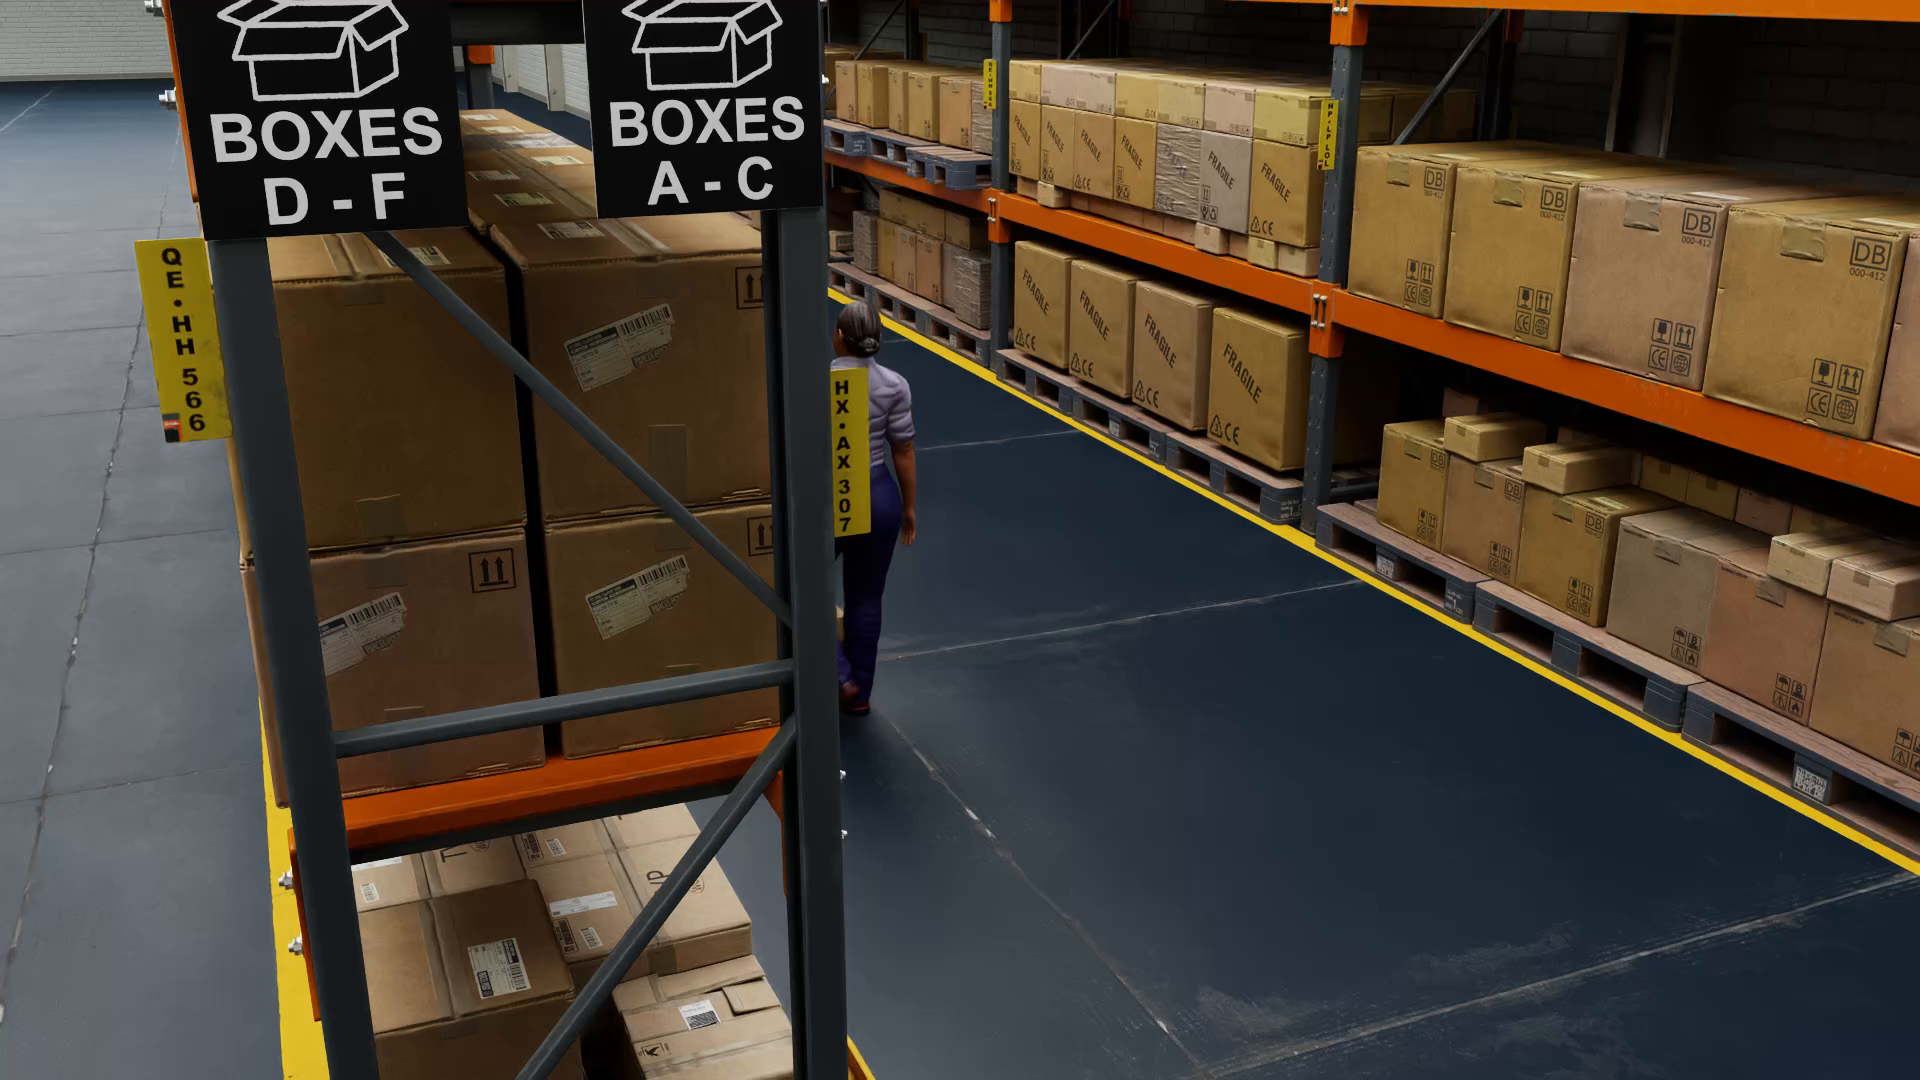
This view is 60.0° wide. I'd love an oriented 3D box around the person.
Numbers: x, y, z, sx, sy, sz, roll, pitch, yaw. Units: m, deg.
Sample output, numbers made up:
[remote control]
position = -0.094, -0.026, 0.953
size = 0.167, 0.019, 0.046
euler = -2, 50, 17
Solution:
[person]
position = -0.419, -0.098, 6.367
size = 0.538, 1.646, 0.461
euler = -10, 21, -27
